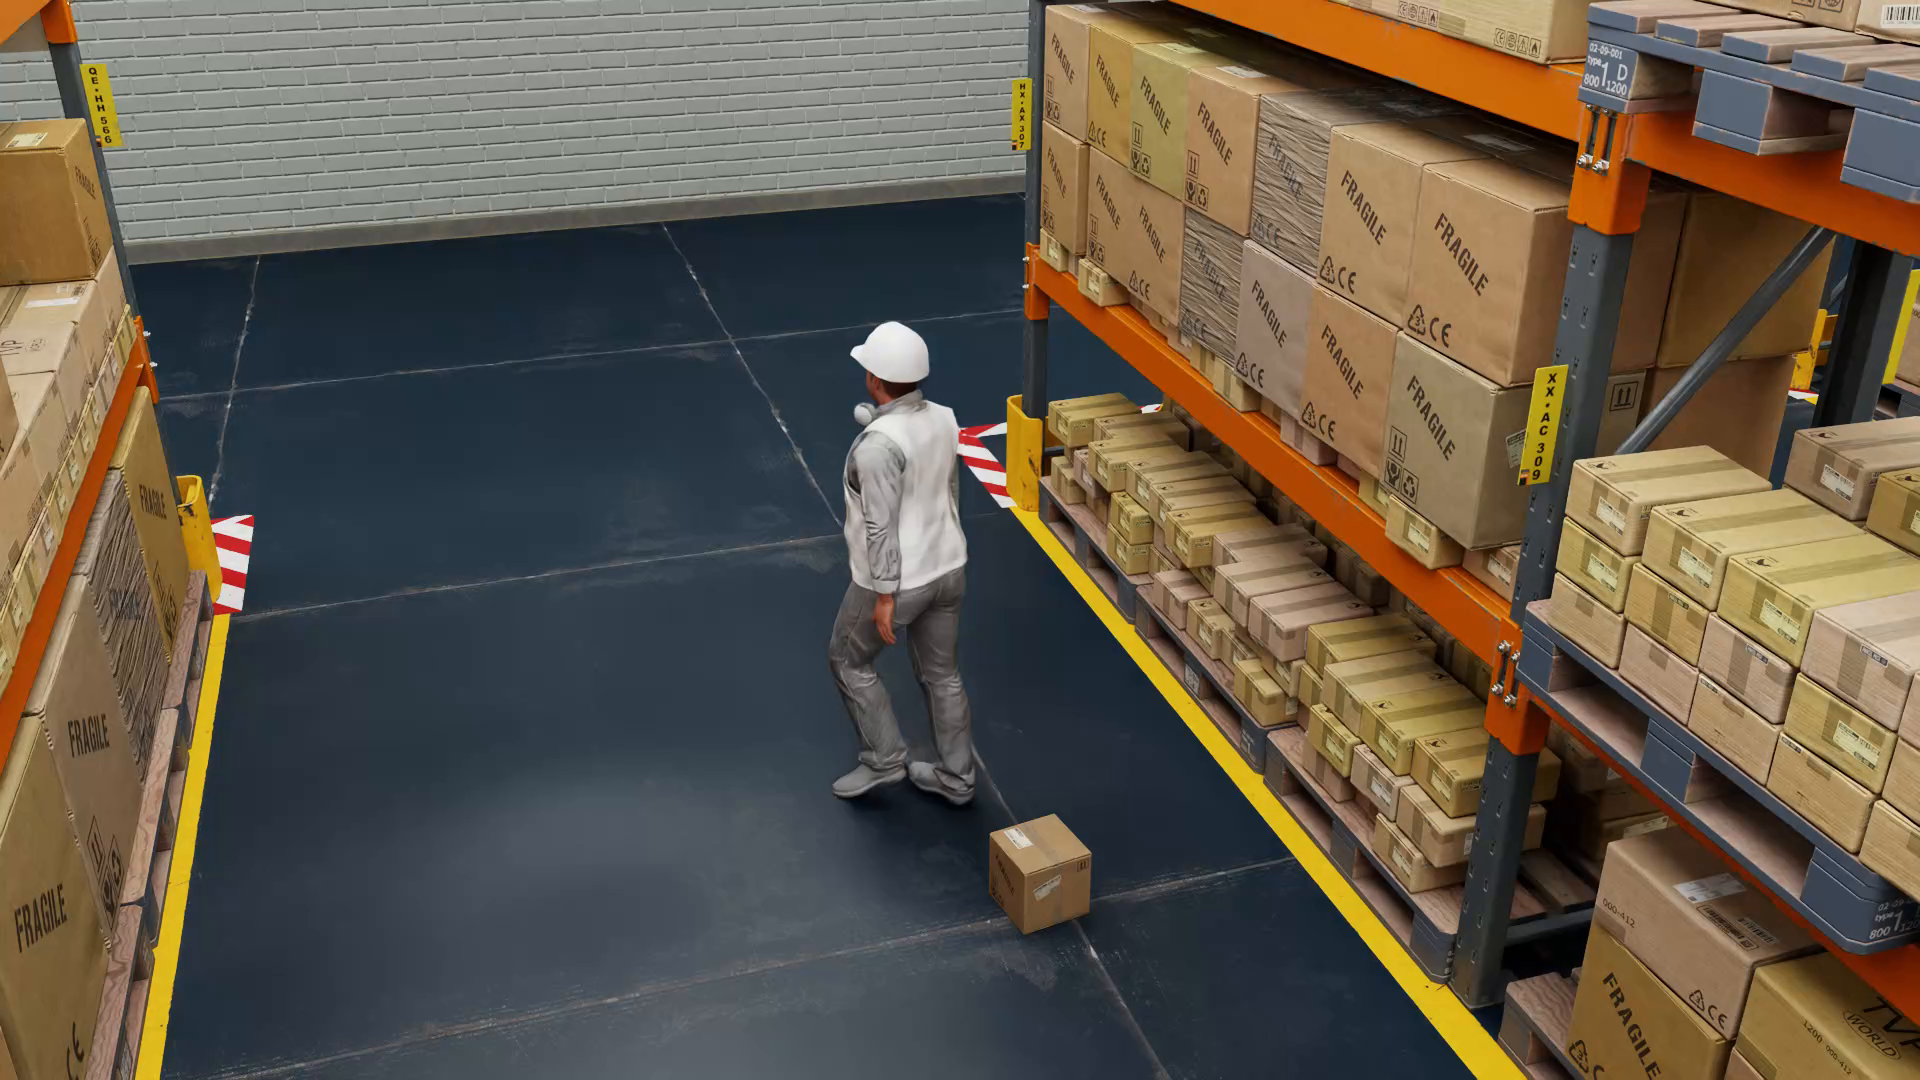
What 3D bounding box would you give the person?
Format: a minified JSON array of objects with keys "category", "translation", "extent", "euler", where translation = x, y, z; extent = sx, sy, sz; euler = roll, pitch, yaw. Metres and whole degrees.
[{"category":"person","translation":[-0.155,0.123,5.832],"extent":[0.556,1.787,0.563],"euler":[21,33,36]}]
